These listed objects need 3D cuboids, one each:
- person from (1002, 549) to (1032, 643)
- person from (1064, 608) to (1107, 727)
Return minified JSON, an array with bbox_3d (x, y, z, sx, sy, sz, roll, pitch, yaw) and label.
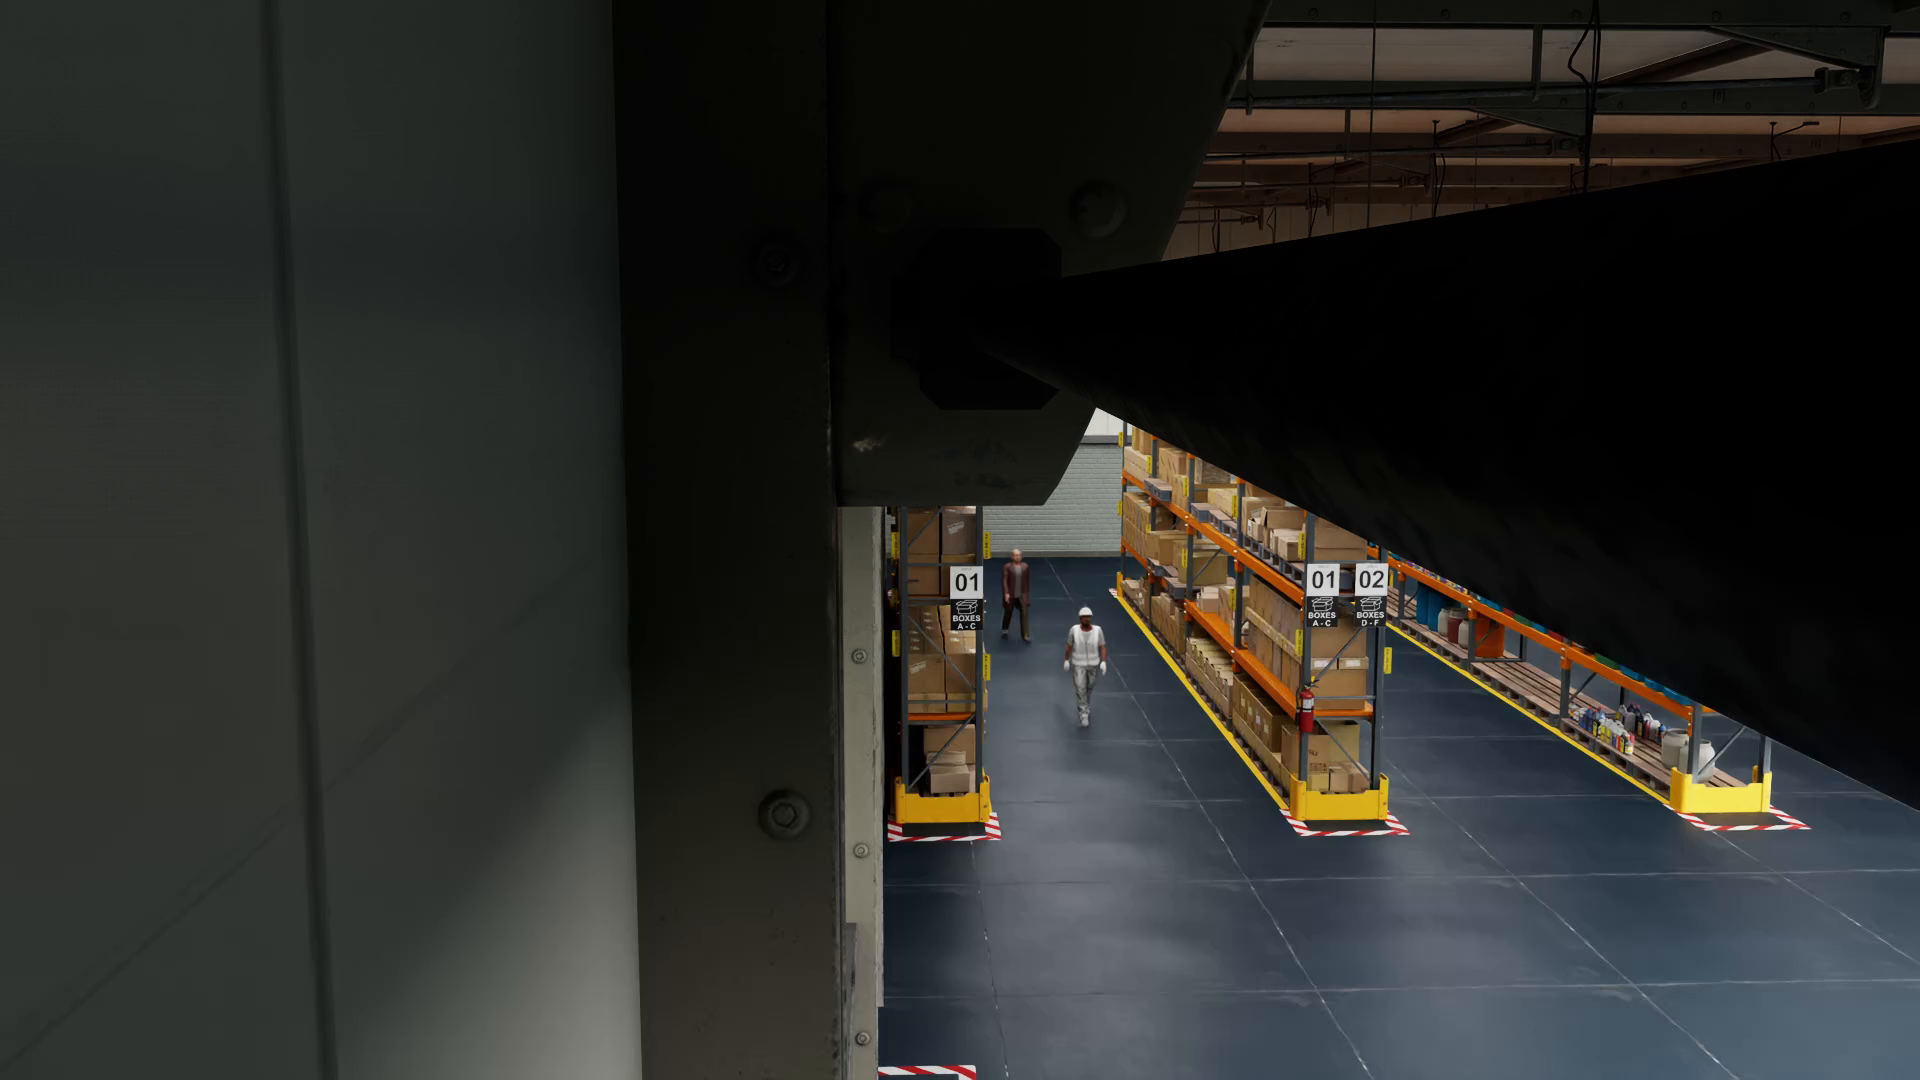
[{"bbox_3d":[1.069,1.036,31.478,0.578,1.726,1.143,-2,8,-12],"label":"person"},{"bbox_3d":[1.941,1.892,25.368,0.575,1.720,1.045,-2,8,-11],"label":"person"}]
